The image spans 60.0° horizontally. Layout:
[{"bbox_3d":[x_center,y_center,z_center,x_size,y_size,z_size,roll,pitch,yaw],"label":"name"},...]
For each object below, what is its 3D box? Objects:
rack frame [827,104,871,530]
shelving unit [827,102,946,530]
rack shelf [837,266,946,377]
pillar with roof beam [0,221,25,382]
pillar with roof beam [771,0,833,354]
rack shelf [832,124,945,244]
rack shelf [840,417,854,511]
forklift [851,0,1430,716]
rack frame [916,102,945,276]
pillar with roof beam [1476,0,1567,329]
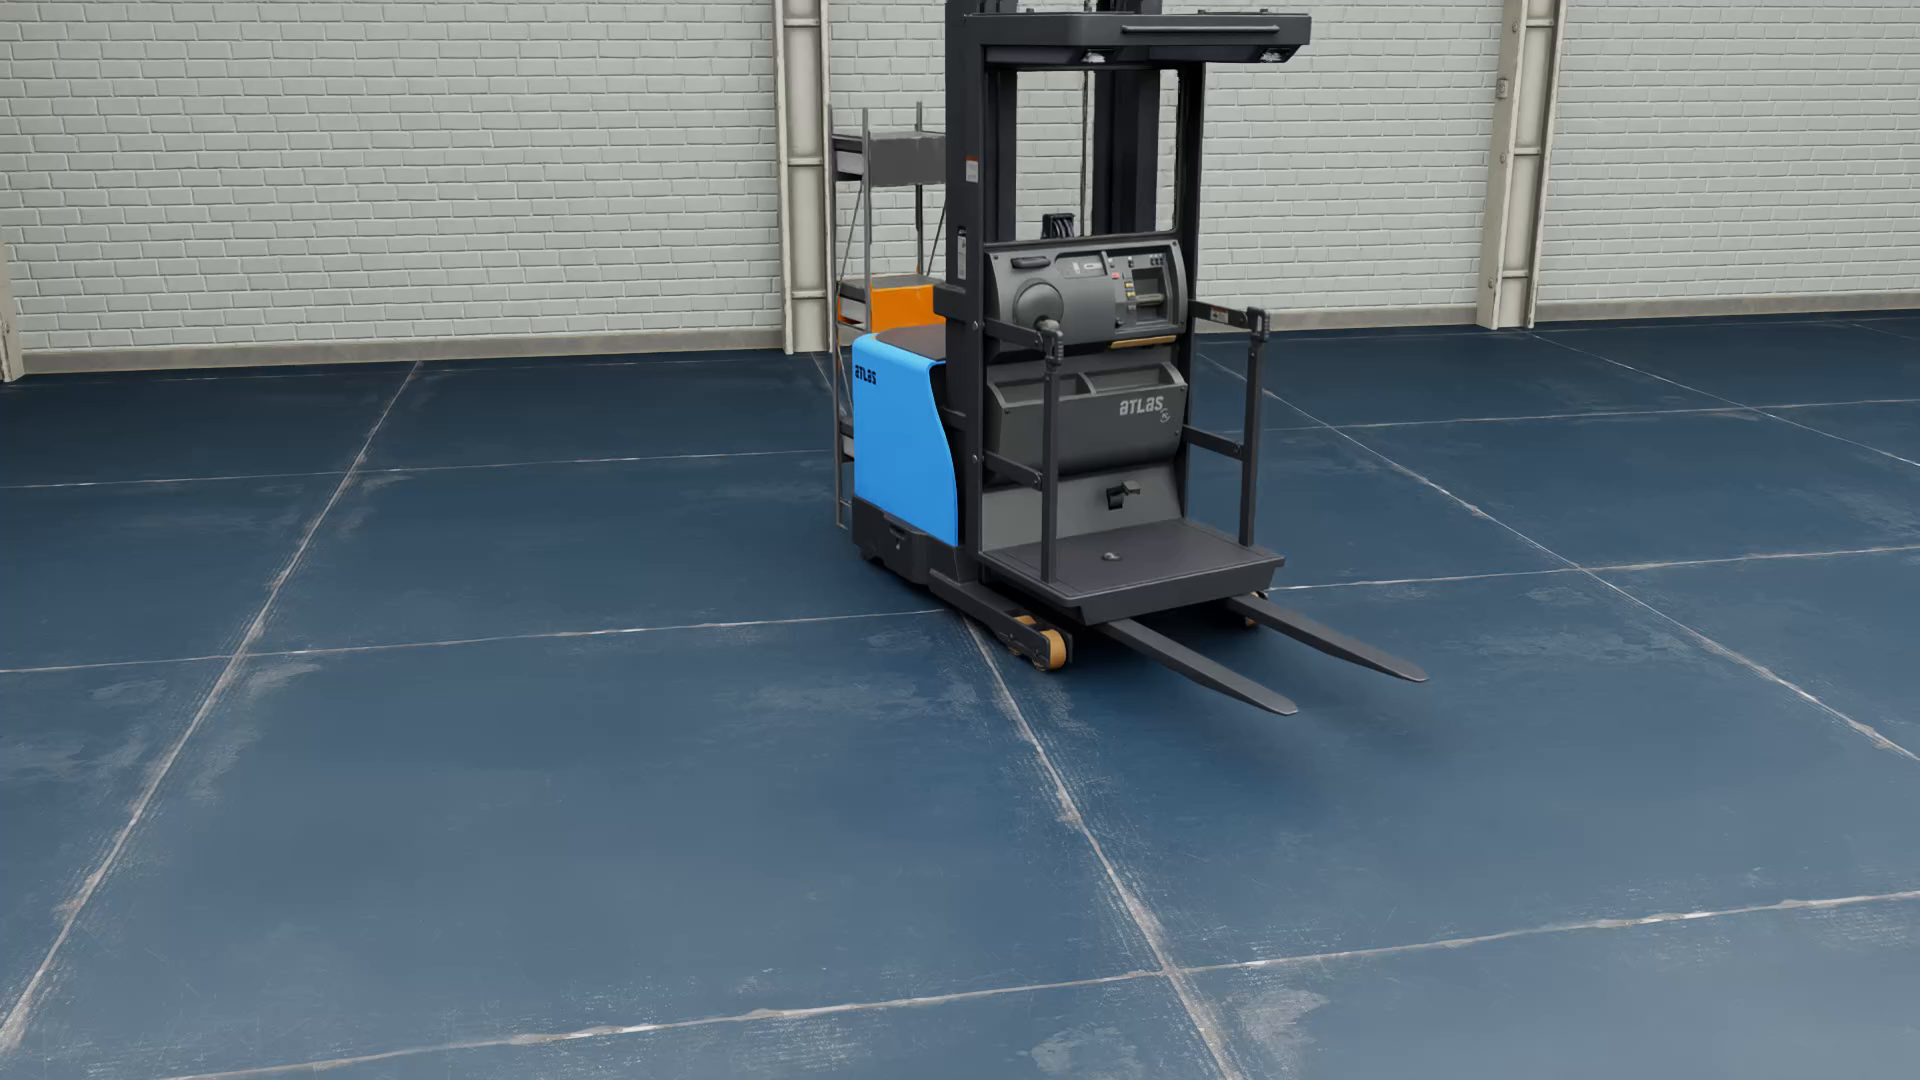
[{"bbox_3d":[-0.528,-1.030,8.088,0.015,2.100,0.400,-10,20,-29],"label":"rack frame"},{"bbox_3d":[-0.317,-1.066,8.206,0.503,2.100,0.431,-10,20,-29],"label":"shelving unit"},{"bbox_3d":[-0.317,-1.053,8.210,0.480,0.518,0.431,-10,20,-29],"label":"rack shelf"},{"bbox_3d":[-6.277,-4.241,6.794,0.400,9.000,9.100,-3,17,-10],"label":"pillar with roof beam"},{"bbox_3d":[-0.386,-4.576,7.882,0.400,9.000,9.100,-3,17,-10],"label":"pillar with roof beam"},{"bbox_3d":[-0.317,-1.722,8.005,0.480,0.518,0.431,-10,20,-29],"label":"rack shelf"},{"bbox_3d":[-0.317,-0.384,8.416,0.480,0.518,0.431,-10,20,-29],"label":"rack shelf"},{"bbox_3d":[0.645,-1.031,6.678,1.130,2.935,3.031,-9,19,-28],"label":"forklift"},{"bbox_3d":[-0.107,-1.102,8.324,0.015,2.100,0.400,-10,20,-29],"label":"rack frame"},{"bbox_3d":[5.505,-4.910,8.970,0.400,9.000,9.100,-3,17,-10],"label":"pillar with roof beam"}]
